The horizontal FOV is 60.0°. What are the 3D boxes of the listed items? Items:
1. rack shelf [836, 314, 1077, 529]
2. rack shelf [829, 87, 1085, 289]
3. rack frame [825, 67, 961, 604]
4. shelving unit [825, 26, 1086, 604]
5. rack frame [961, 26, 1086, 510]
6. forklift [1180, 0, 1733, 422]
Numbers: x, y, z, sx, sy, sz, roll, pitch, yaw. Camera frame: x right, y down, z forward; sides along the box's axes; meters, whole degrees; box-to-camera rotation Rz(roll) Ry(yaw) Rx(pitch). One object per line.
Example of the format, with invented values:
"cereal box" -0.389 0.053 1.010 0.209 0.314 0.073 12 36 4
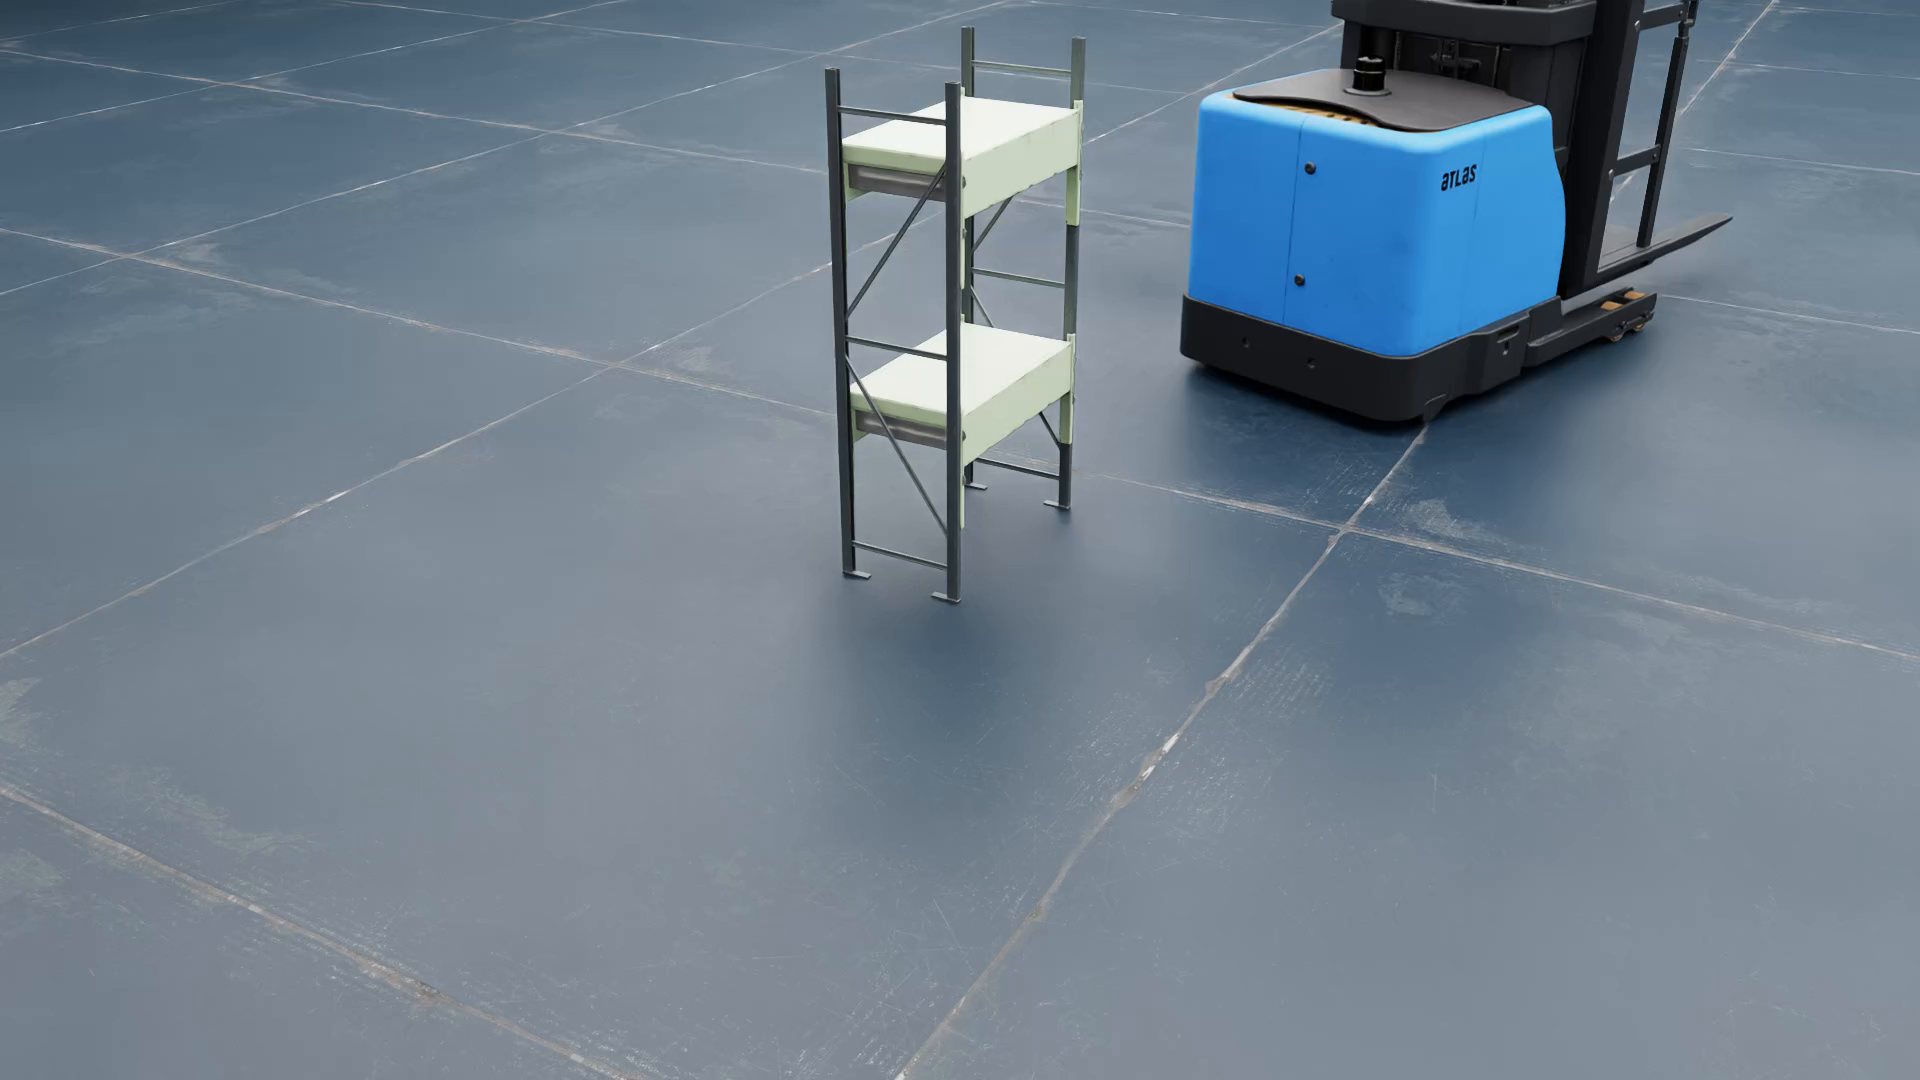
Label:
"rack shelf" 0.003 -0.382 5.065 0.431 0.370 0.720 14 30 26
"rack shelf" 0.003 -1.022 4.745 0.431 0.370 0.720 14 30 26
"rack frame" -0.177 -0.531 4.635 0.400 1.500 0.023 14 30 26
"shelving unit" 0.003 -0.673 4.919 0.431 1.500 0.755 14 30 26
"rack frame" 0.183 -0.816 5.204 0.400 1.500 0.023 14 30 26
"forklift" 2.291 -2.282 6.534 3.031 2.935 1.130 -23 34 -38
